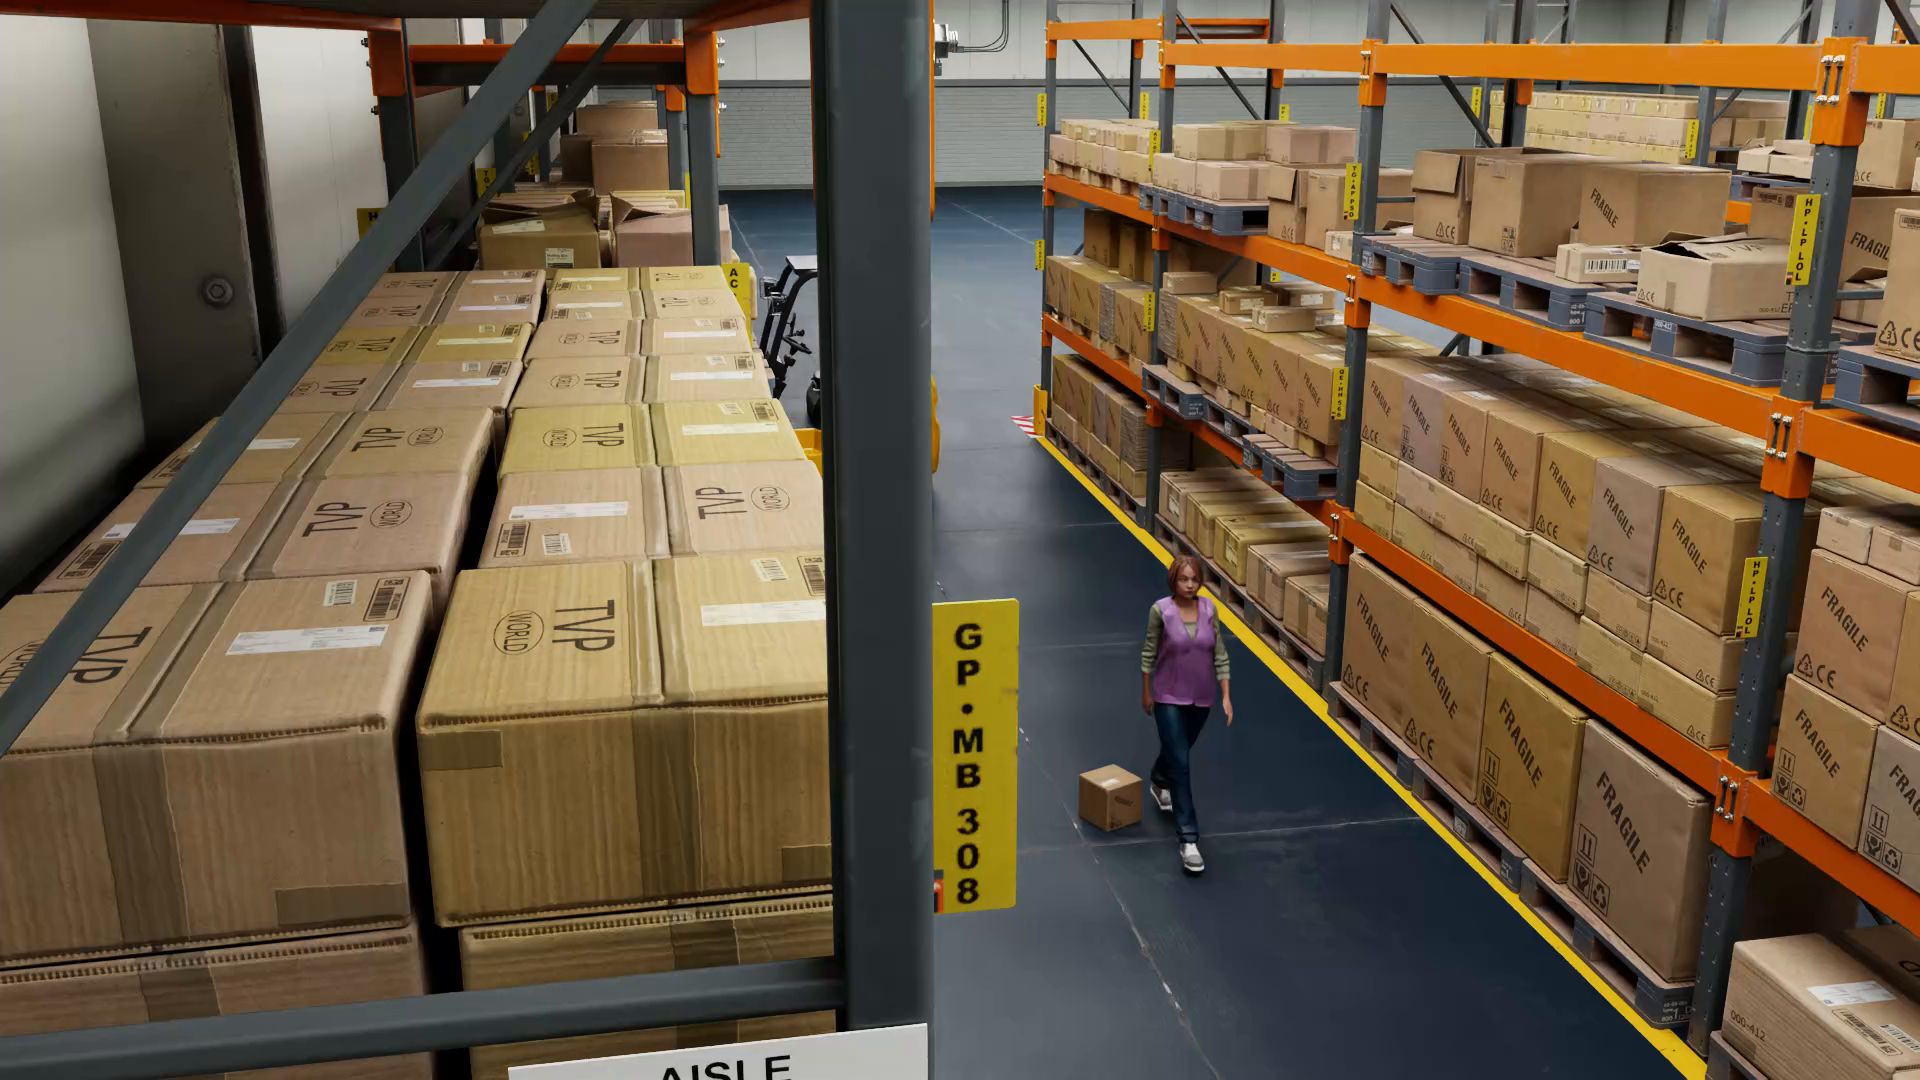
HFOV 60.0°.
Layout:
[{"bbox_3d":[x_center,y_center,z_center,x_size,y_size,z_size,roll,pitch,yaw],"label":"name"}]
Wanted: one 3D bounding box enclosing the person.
[{"bbox_3d":[1.200,0.834,8.735,0.418,1.542,0.937,-5,17,-16],"label":"person"}]
